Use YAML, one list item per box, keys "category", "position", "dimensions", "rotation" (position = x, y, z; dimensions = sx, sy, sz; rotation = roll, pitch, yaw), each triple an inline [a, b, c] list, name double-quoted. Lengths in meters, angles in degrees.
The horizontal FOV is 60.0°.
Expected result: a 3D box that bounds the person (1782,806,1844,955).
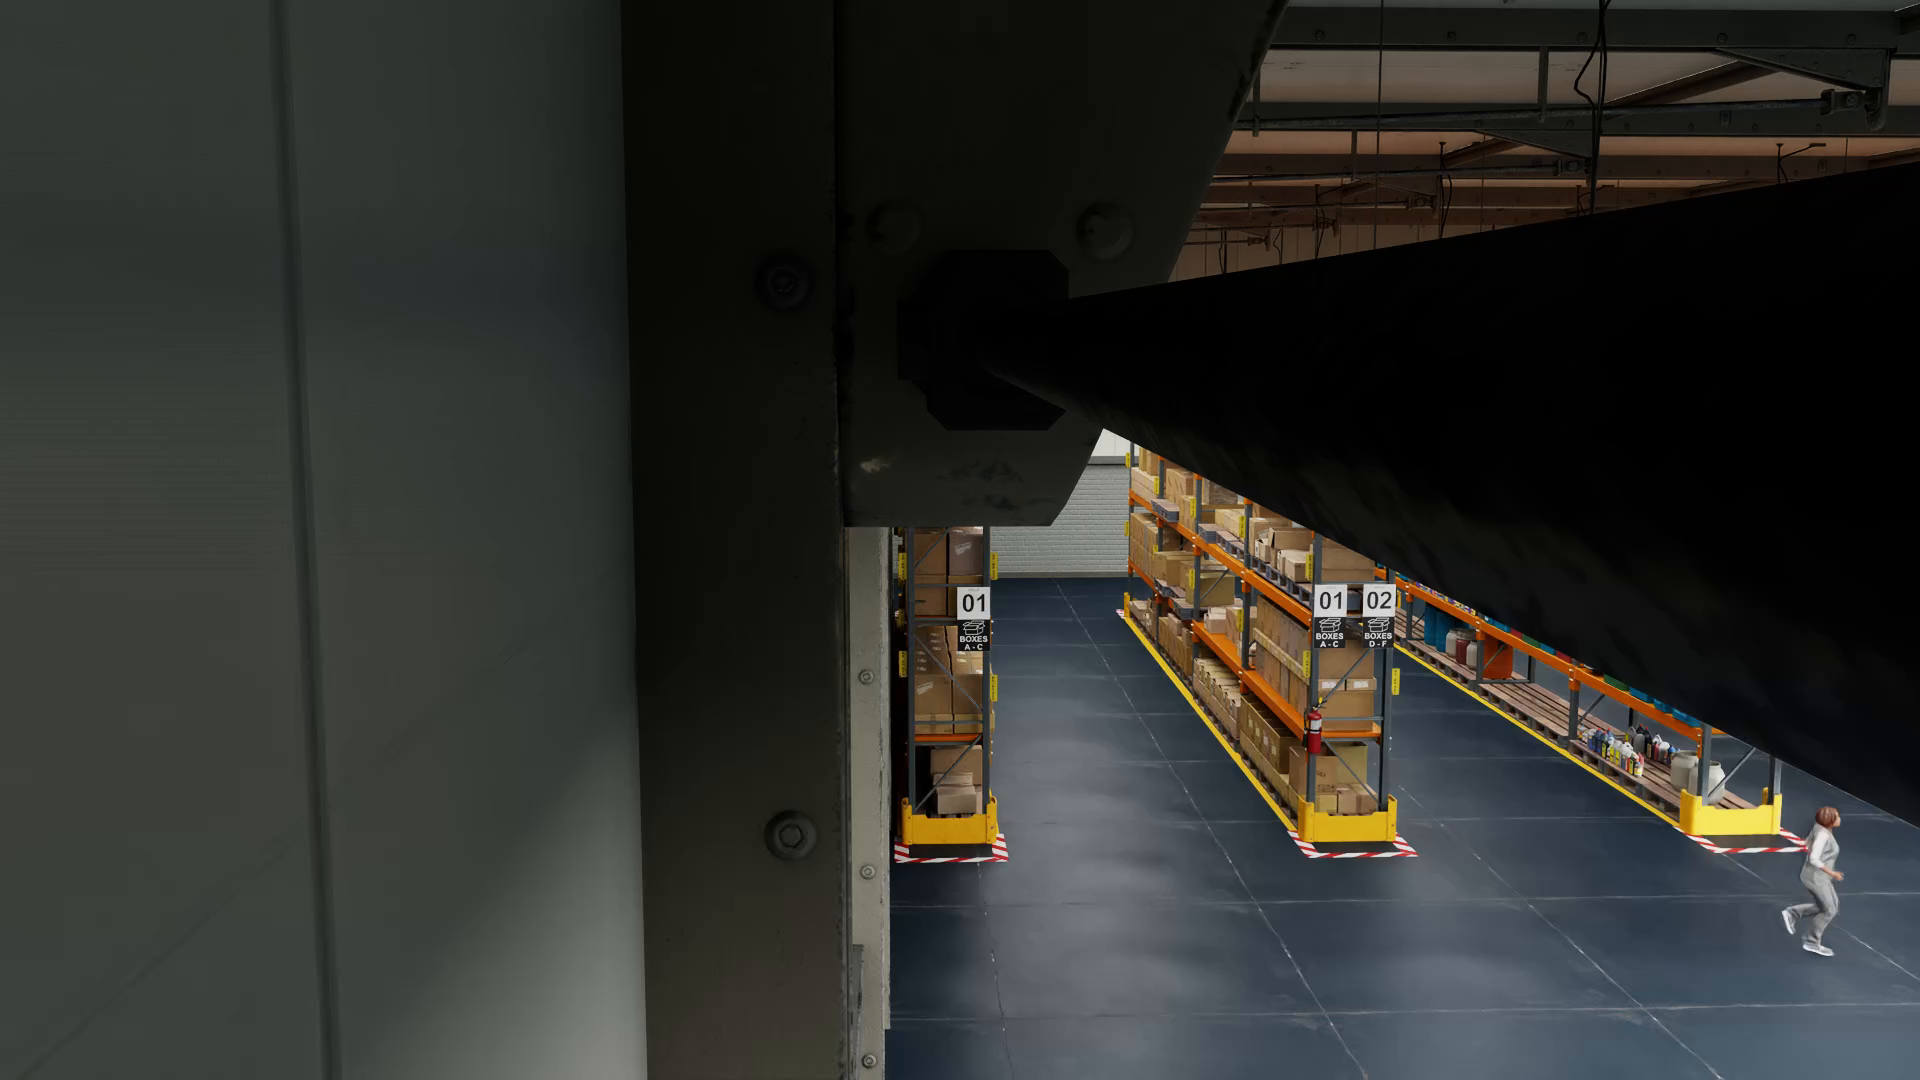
- category: "person"
  position: [8.626, 3.433, 16.797]
  dimensions: [0.531, 1.555, 0.554]
  rotation: [4, 8, 28]
